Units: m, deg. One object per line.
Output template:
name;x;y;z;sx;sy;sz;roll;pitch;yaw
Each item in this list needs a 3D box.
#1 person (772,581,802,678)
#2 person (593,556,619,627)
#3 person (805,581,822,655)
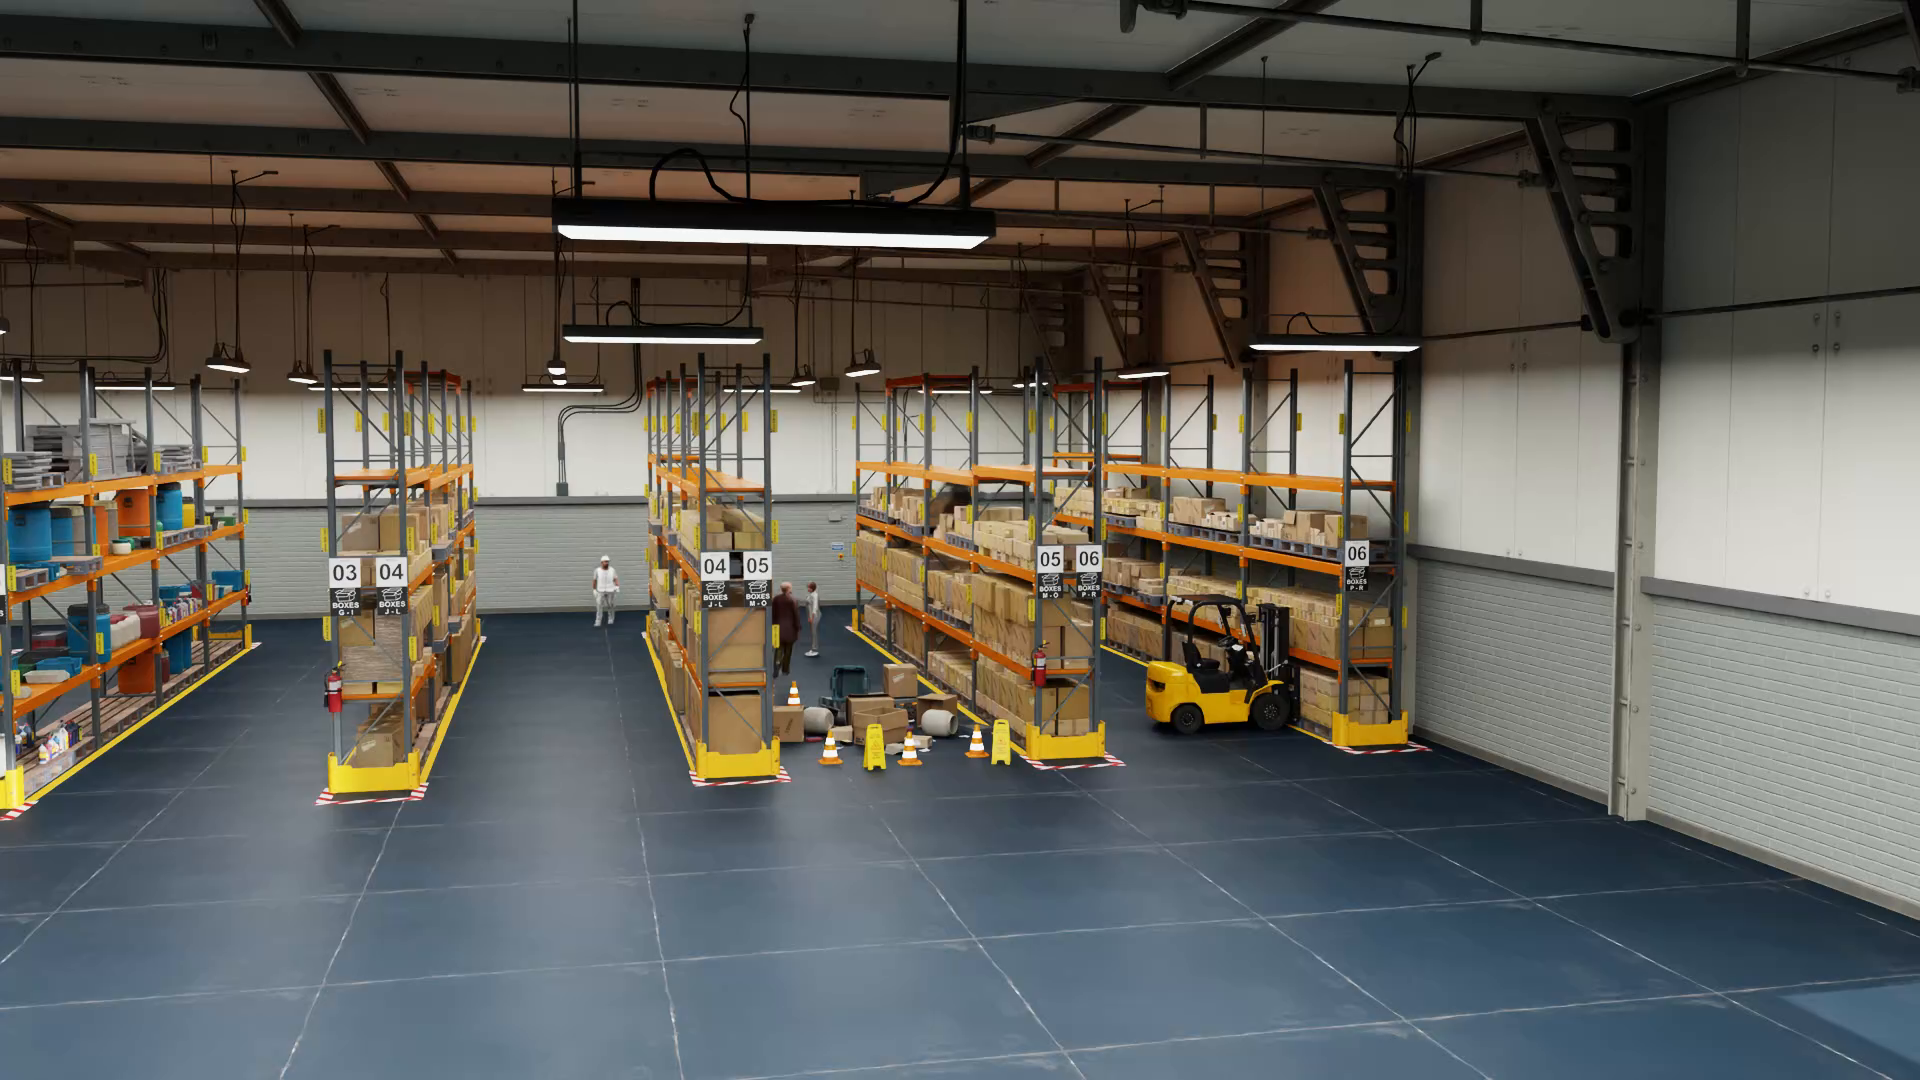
person;-3.256;1.667;31.059;0.613;1.795;0.633;0;4;6
person;-8.715;1.254;40.943;0.690;1.720;1.051;0;4;0
person;-3.202;1.695;35.983;0.390;1.610;0.426;-2;4;-24
